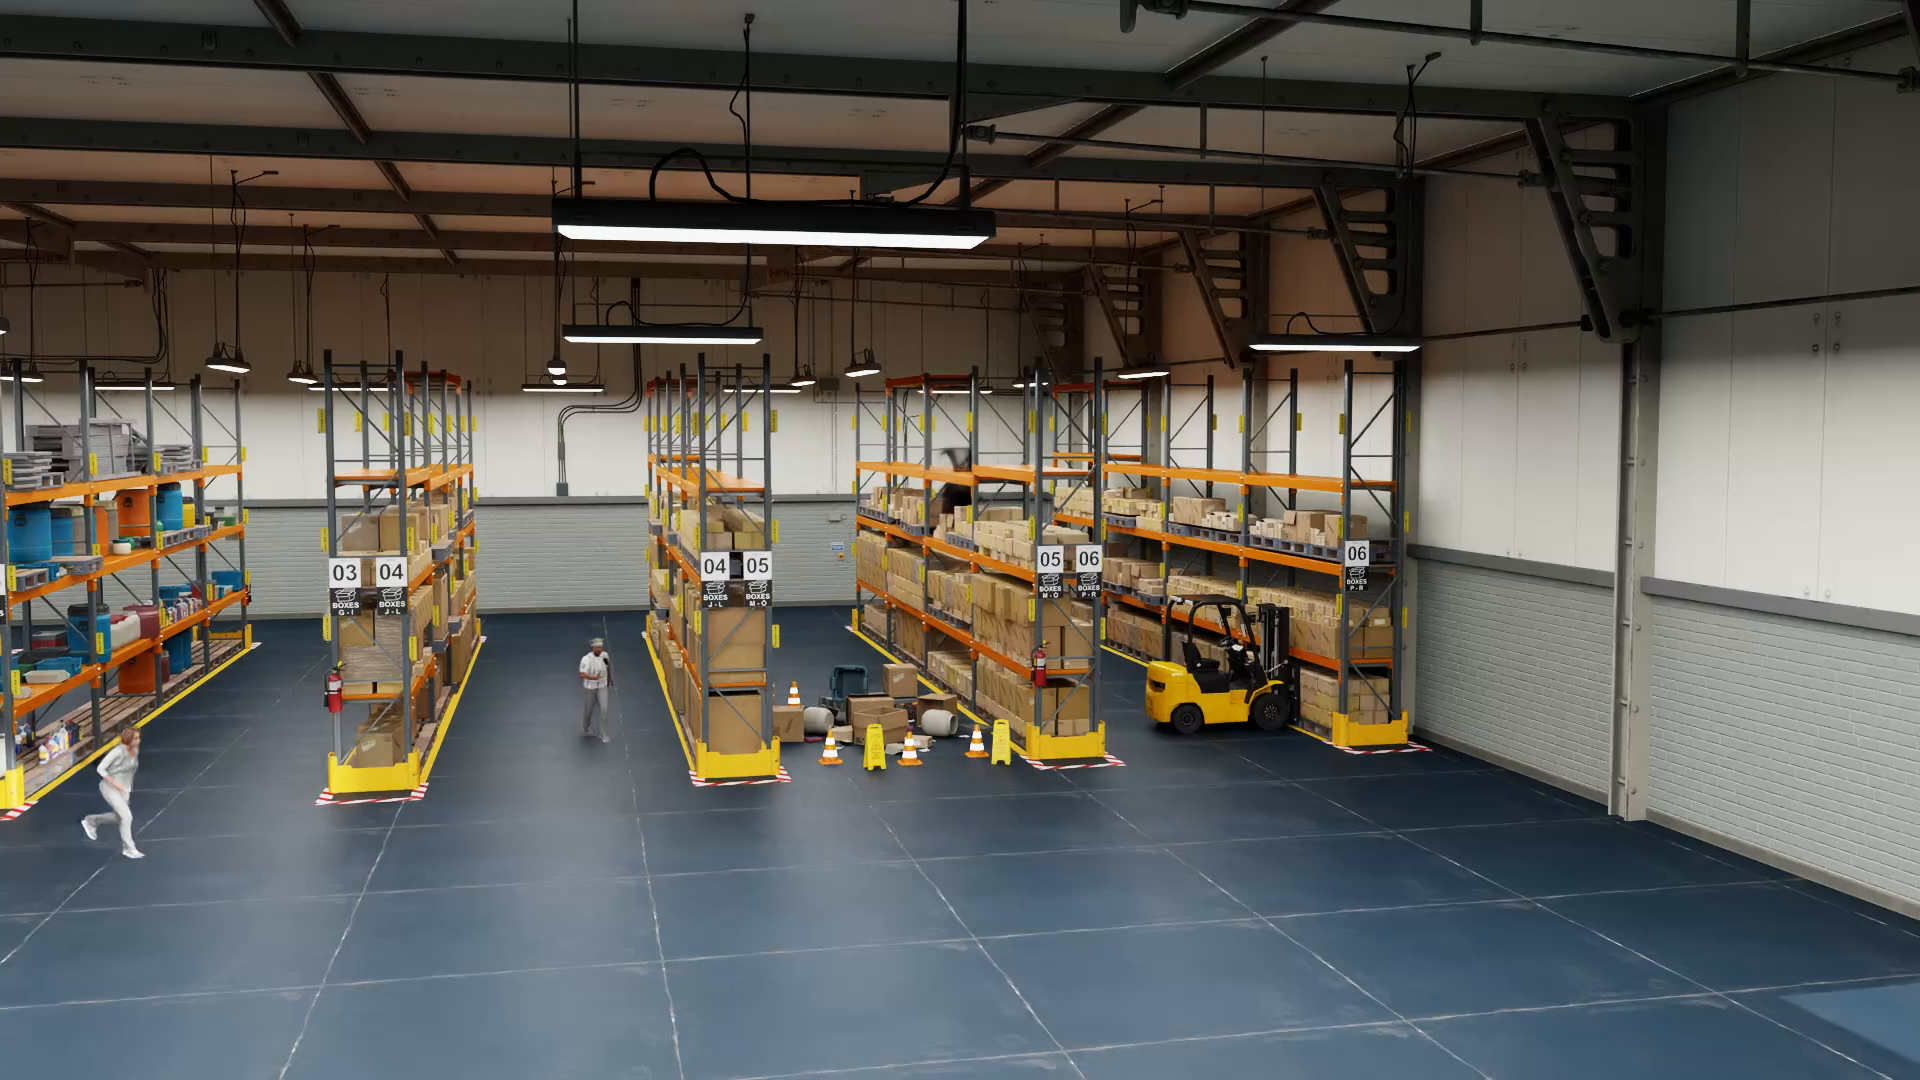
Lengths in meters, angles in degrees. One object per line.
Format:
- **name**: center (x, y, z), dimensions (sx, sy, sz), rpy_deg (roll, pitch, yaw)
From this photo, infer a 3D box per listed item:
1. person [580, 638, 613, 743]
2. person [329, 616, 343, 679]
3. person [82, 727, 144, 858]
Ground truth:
- **person**: center (-5.779, 2.346, 26.359), dimensions (0.574, 1.659, 0.951), rpy_deg (-2, 4, -26)
- **person**: center (-11.700, 1.952, 31.676), dimensions (0.728, 1.734, 0.721), rpy_deg (-2, 4, -24)
- **person**: center (-9.827, 2.923, 19.227), dimensions (0.828, 1.548, 0.539), rpy_deg (1, 4, 18)
